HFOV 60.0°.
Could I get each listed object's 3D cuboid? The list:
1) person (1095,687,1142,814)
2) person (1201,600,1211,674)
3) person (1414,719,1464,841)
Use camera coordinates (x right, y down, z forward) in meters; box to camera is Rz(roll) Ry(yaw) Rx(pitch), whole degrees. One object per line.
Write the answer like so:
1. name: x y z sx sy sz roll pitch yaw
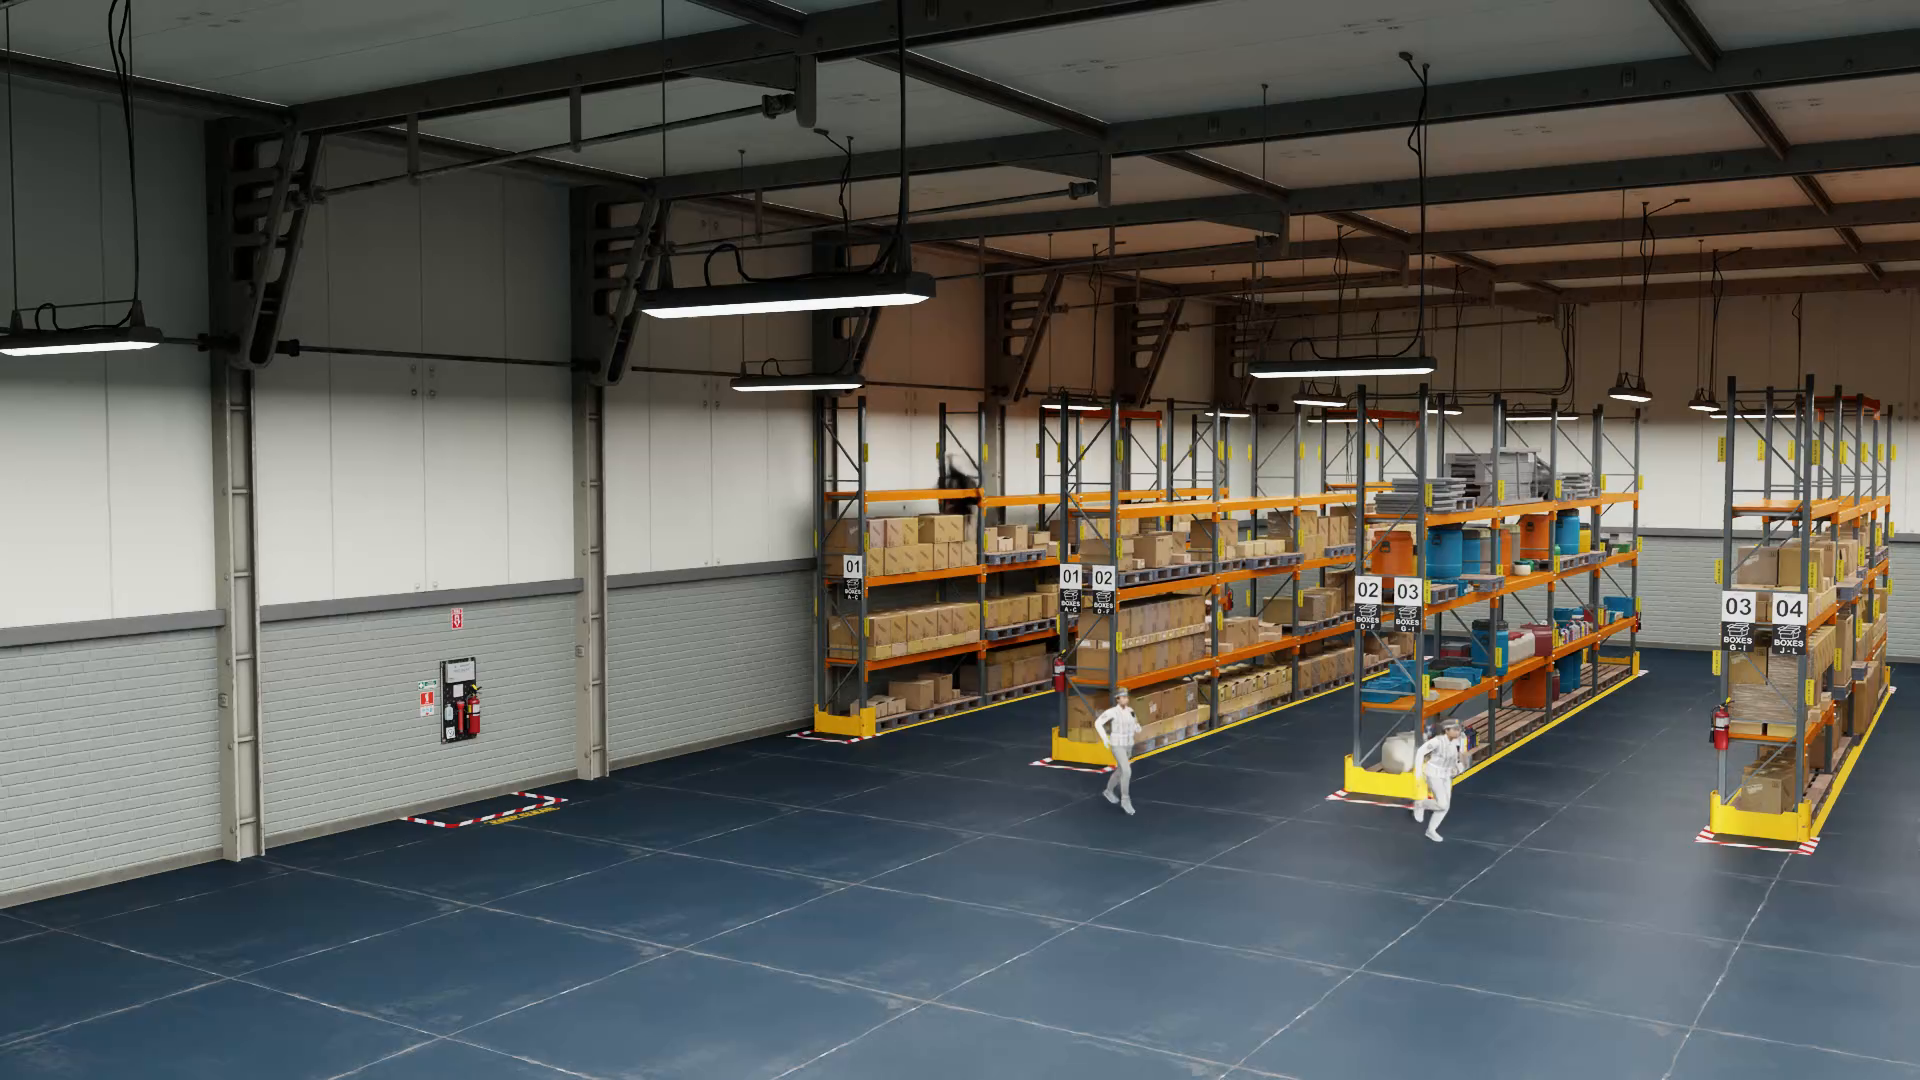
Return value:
1. person: 2.252 2.930 23.315 0.584 1.753 0.765 -3 4 -41
2. person: 5.466 2.195 37.039 0.698 1.715 0.550 1 3 18
3. person: 6.202 3.084 21.536 0.608 1.614 0.680 -2 4 -36
